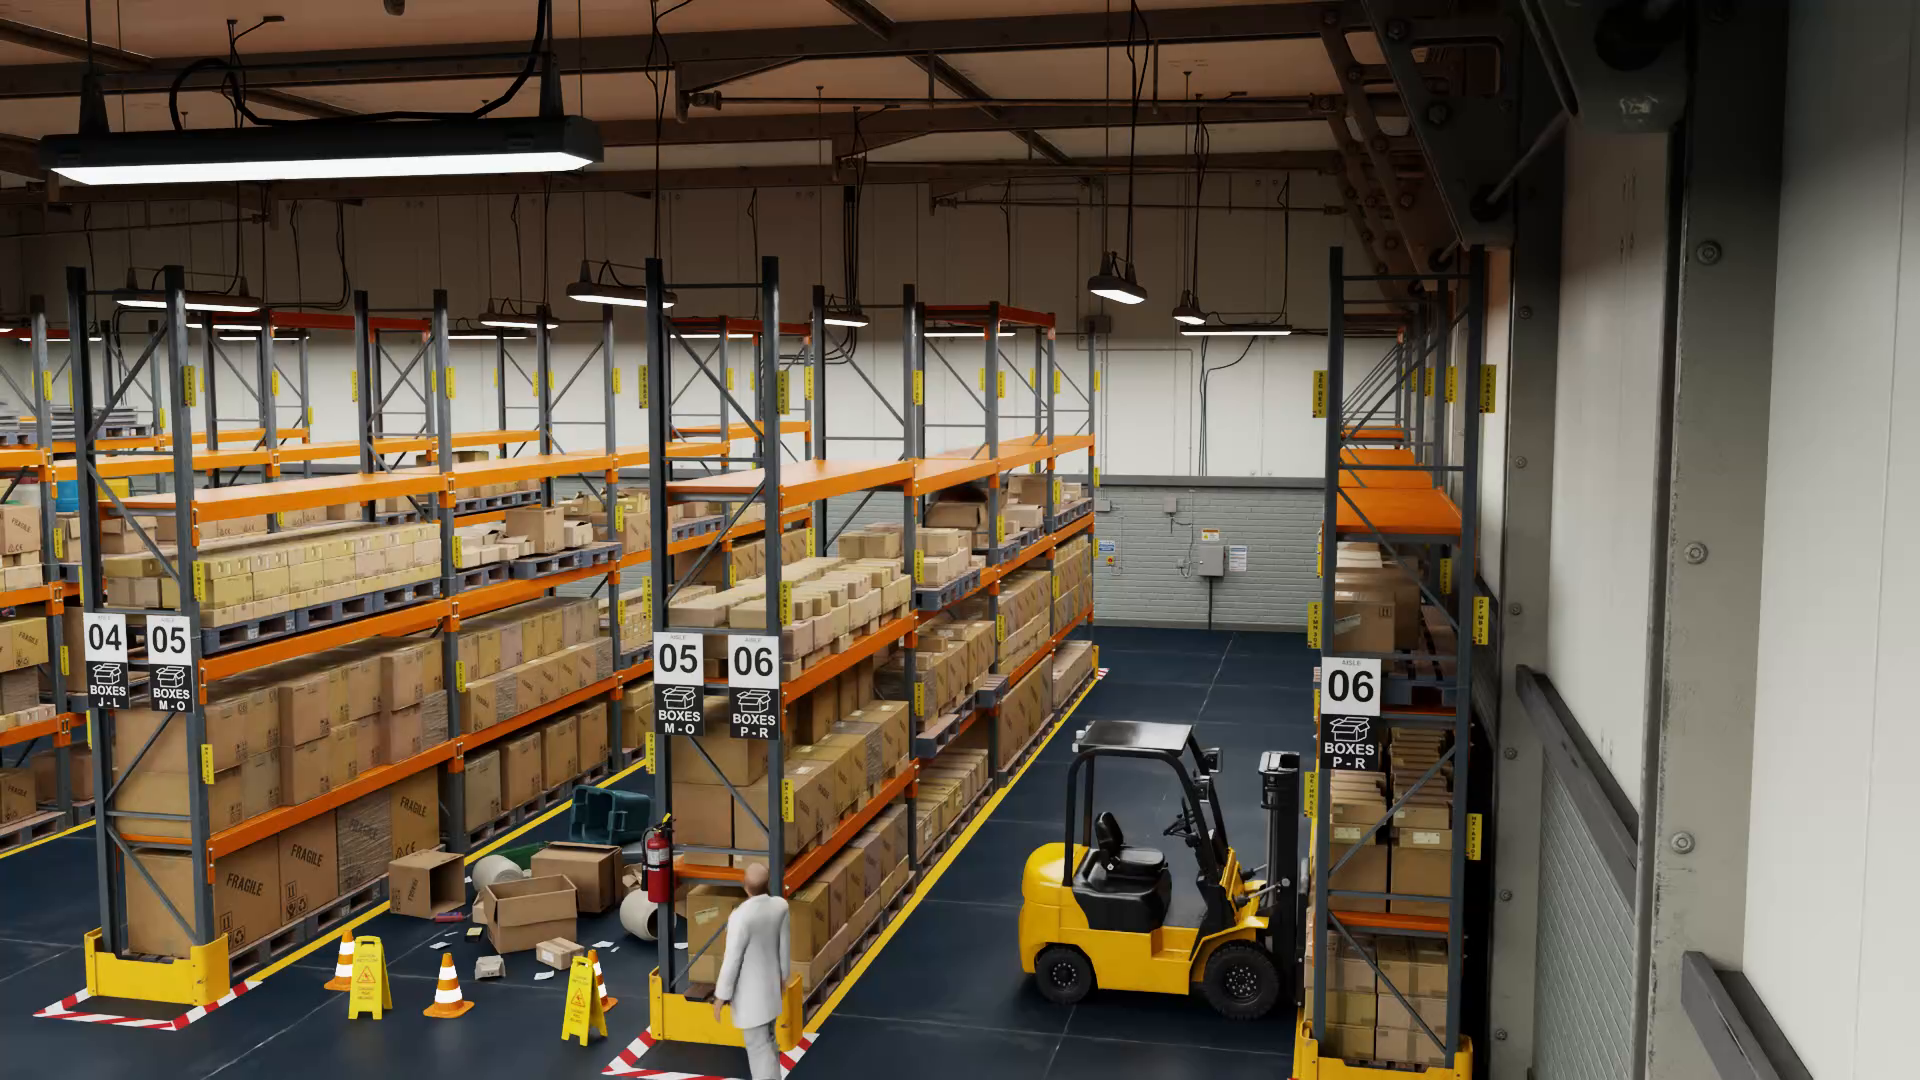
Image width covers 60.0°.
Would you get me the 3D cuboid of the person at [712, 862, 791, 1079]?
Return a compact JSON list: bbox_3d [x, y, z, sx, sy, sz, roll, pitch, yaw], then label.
[{"bbox_3d":[-1.401,3.125,11.524,0.450,1.805,0.676,3,6,24],"label":"person"}]
